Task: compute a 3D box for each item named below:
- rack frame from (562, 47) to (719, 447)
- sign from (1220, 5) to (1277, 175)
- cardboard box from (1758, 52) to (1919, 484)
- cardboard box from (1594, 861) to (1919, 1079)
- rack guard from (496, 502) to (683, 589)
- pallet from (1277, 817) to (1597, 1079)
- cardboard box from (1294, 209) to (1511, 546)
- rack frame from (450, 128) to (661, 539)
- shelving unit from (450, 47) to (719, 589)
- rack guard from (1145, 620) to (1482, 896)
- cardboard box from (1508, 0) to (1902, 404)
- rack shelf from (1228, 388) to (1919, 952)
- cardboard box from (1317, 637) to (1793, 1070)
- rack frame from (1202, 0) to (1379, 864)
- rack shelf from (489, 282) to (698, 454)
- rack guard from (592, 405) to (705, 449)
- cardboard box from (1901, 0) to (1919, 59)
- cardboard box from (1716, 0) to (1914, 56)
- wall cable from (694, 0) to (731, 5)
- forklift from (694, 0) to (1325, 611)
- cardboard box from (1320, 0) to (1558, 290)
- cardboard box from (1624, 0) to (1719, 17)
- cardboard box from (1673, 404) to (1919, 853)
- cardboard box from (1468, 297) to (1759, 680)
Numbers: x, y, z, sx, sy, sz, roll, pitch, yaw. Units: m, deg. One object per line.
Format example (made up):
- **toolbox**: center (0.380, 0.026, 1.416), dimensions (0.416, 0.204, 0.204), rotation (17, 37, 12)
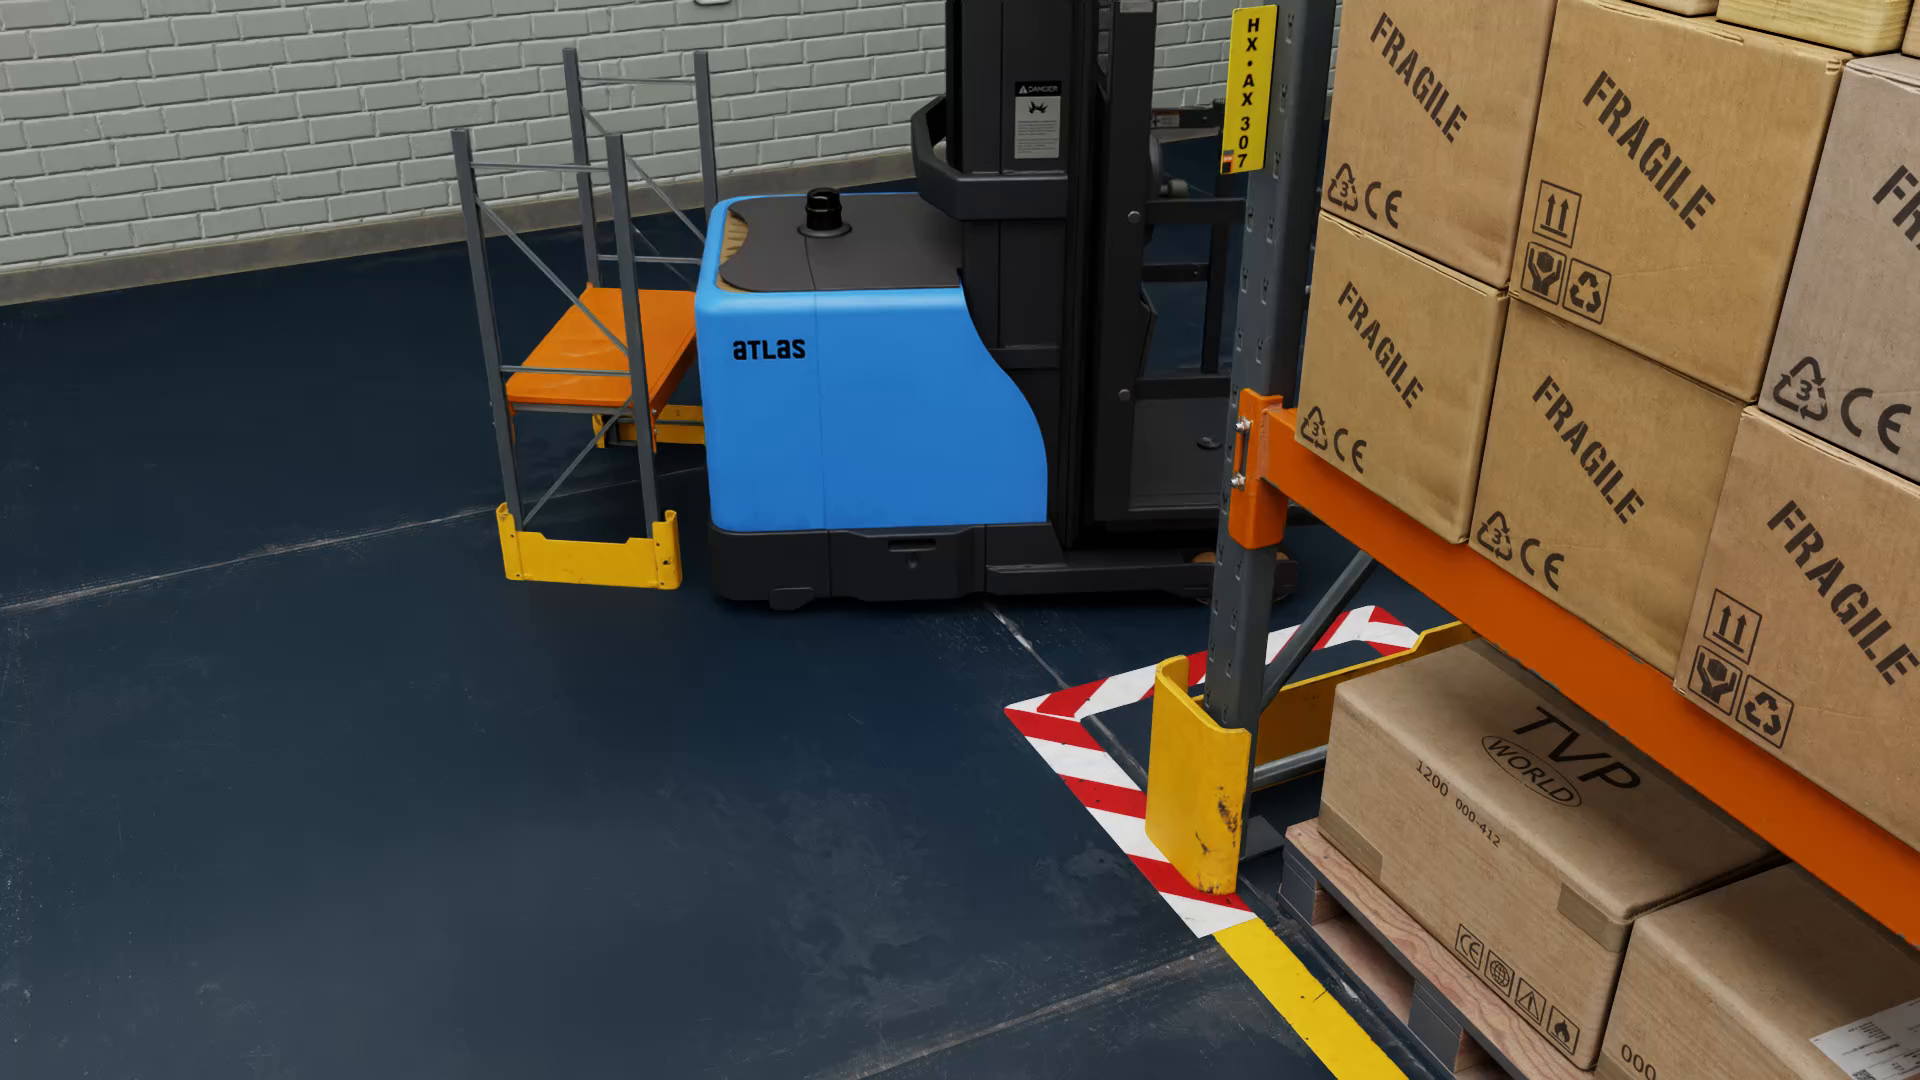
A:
- **rack frame**: center (-1.107, -1.012, 6.022), dimensions (0.500, 1.500, 0.032), rotation (3, 29, 5)
- **sign**: center (0.574, -0.893, 3.310), dimensions (0.100, 0.325, 0.005), rotation (-13, 32, -22)
- **cardboard box**: center (1.482, -0.351, 2.184), dimensions (0.500, 0.500, 0.500), rotation (-13, 32, -22)
- **cardboard box**: center (1.852, 1.012, 3.068), dimensions (0.875, 0.438, 0.875), rotation (-12, 32, -21)
- **rack guard**: center (-1.215, 0.018, 5.463), dimensions (0.587, 0.250, 0.087), rotation (3, 29, 5)
- **pallet**: center (1.491, 0.958, 3.826), dimensions (1.003, 0.211, 1.213), rotation (-13, 32, -22)
- **cardboard box**: center (1.024, -0.366, 3.234), dimensions (0.500, 0.500, 0.500), rotation (-13, 32, -22)
- **rack frame**: center (-1.217, -0.518, 5.140), dimensions (0.500, 1.500, 0.032), rotation (3, 29, 5)
- **shelving unit**: center (-1.161, -0.769, 5.589), dimensions (0.587, 1.500, 1.083), rotation (3, 29, 5)
- **rack guard**: center (1.067, 0.484, 4.375), dimensions (1.175, 0.500, 0.348), rotation (-13, 32, -22)
- **cardboard box**: center (1.254, -0.576, 2.586), dimensions (0.500, 0.500, 0.500), rotation (-14, 32, -23)
- **rack shelf**: center (1.936, 0.602, 2.345), dimensions (1.077, 0.370, 4.000), rotation (-13, 32, -22)
- **cardboard box**: center (1.451, 0.610, 3.786), dimensions (0.875, 0.438, 0.875), rotation (-14, 32, -24)
- **rack frame**: center (1.077, -0.595, 3.745), dimensions (1.000, 3.000, 0.127), rotation (-13, 32, -22)
- **rack shelf**: center (-1.162, -0.608, 5.669), dimensions (0.538, 0.185, 1.000), rotation (3, 29, 5)
- **rack guard**: center (-1.107, -0.466, 6.326), dimensions (0.587, 0.250, 0.087), rotation (3, 29, 5)
- **cardboard box**: center (1.454, -0.686, 2.118), dimensions (0.380, 0.149, 0.250), rotation (-13, 32, -22)
- **cardboard box**: center (1.294, -0.791, 2.306), dimensions (0.380, 0.149, 0.250), rotation (-14, 32, -24)
- **wall cable**: center (-1.364, -3.538, 7.922), dimensions (0.585, 1.953, 0.123), rotation (-13, 32, -22)
- **forklift**: center (0.687, -1.329, 5.123), dimensions (3.031, 2.935, 1.130), rotation (-2, 29, -4)
- **cardboard box**: center (1.026, -0.803, 2.991), dimensions (0.500, 0.500, 0.500), rotation (-14, 32, -23)
- **cardboard box**: center (1.165, -0.903, 2.506), dimensions (0.380, 0.149, 0.250), rotation (-12, 31, -20)
- **cardboard box**: center (1.469, 0.080, 2.439), dimensions (0.500, 0.500, 0.500), rotation (-13, 32, -22)
- **cardboard box**: center (1.267, -0.149, 2.846), dimensions (0.500, 0.500, 0.500), rotation (-14, 32, -23)
